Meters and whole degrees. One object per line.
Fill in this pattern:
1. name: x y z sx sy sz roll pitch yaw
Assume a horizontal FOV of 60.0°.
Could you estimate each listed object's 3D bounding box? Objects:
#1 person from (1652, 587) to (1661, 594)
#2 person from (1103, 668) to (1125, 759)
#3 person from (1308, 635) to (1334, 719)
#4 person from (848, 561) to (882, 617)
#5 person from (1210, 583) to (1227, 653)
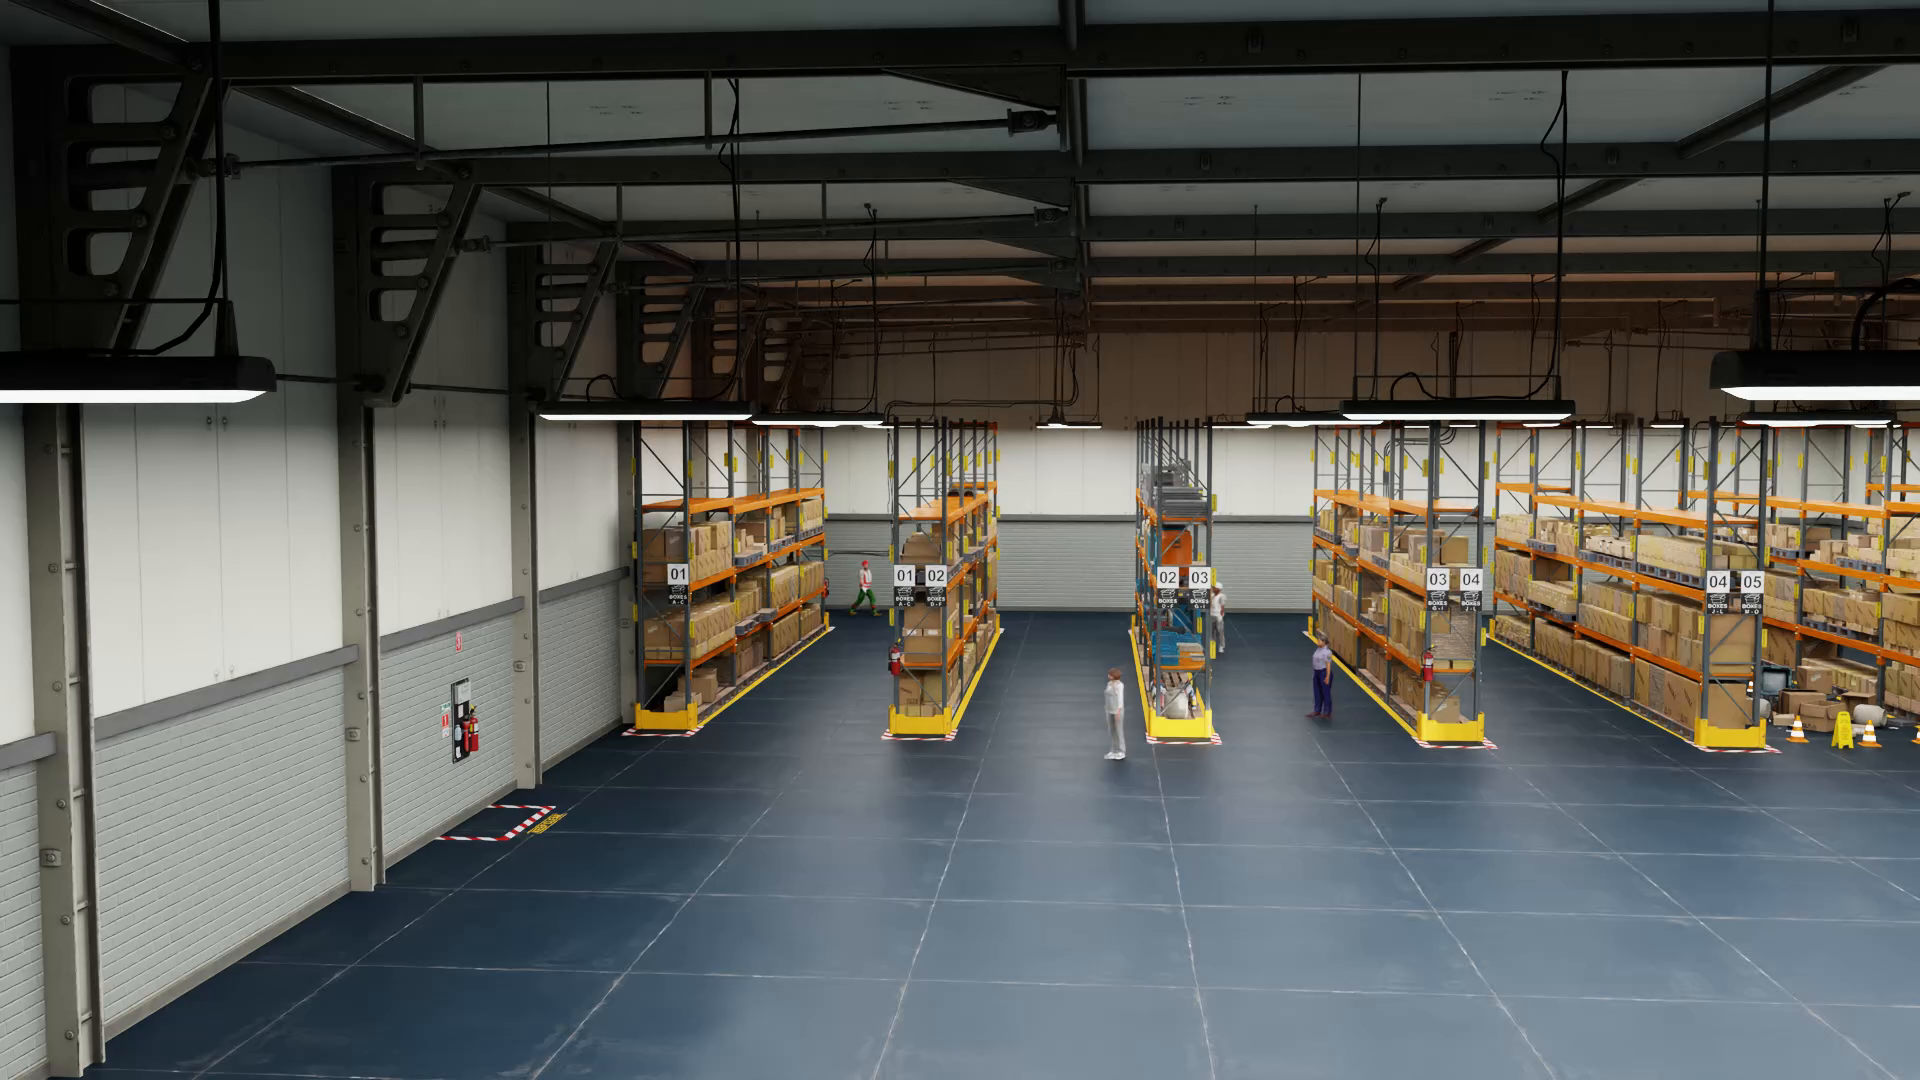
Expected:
1. person: 17.922 2.088 42.805 0.632 1.721 0.551 -1 4 -18
2. person: 2.717 3.034 29.057 0.361 1.614 0.463 -2 4 -33
3. person: 7.228 2.738 33.238 0.415 1.638 0.489 -1 4 -19
4. person: -2.927 1.509 51.379 1.063 1.744 0.644 1 4 19
5. person: 6.676 2.012 43.290 0.548 1.816 0.415 3 5 42
